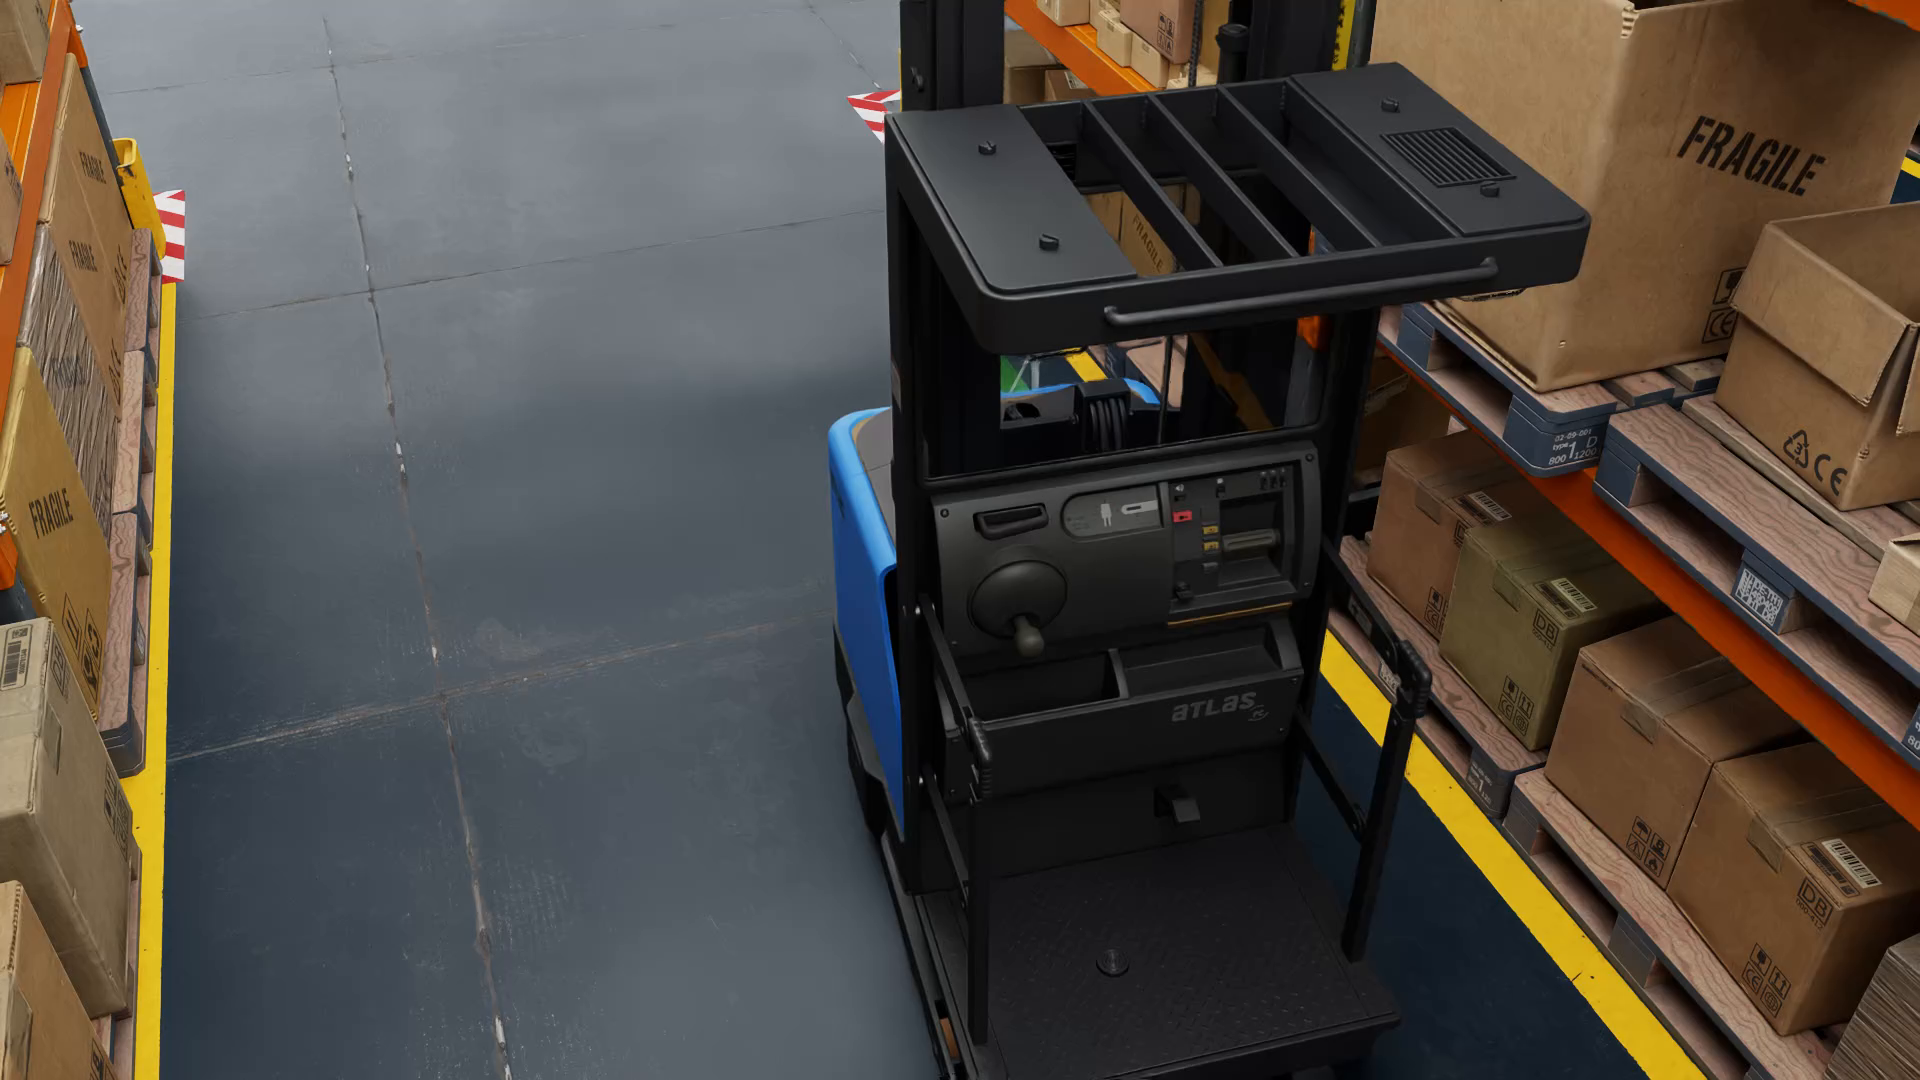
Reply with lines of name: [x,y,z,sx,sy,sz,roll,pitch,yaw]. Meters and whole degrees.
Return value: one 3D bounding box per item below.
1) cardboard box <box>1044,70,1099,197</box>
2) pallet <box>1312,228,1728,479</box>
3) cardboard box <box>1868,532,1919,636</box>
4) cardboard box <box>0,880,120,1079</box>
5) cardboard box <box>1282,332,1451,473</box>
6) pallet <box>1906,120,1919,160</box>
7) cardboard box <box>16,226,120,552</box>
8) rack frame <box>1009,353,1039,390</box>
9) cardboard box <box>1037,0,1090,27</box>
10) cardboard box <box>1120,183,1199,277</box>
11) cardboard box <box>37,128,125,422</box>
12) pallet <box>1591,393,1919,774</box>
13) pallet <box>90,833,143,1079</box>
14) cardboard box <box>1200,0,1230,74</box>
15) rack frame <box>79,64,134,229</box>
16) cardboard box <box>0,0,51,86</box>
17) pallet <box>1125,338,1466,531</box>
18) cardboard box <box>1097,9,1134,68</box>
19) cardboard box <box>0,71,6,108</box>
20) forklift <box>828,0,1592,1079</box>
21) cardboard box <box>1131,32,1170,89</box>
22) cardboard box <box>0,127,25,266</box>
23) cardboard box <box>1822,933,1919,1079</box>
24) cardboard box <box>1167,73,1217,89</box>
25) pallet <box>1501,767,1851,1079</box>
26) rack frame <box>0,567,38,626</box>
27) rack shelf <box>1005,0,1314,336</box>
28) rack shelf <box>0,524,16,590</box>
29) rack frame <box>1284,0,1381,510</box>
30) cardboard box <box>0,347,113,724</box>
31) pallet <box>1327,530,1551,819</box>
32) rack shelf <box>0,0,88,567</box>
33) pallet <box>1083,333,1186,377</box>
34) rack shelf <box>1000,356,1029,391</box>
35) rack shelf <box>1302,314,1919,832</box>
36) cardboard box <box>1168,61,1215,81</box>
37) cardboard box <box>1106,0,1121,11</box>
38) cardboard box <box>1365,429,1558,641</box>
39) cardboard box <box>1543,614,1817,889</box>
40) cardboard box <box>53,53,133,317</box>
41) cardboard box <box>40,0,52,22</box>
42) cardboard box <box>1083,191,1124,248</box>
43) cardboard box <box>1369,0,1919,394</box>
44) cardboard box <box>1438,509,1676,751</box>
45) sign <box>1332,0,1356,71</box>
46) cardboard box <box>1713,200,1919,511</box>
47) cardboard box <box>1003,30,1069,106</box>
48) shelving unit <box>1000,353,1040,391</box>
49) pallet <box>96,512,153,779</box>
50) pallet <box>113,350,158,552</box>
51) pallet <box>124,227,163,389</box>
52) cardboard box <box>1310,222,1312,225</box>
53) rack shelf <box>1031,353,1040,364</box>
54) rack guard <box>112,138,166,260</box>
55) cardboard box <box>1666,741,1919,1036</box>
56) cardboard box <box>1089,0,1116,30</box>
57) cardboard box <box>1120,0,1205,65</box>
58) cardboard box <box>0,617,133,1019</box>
cardboard box: [0.686,-1.959,8.087,0.500,0.500,0.500,-3,37,-4]
pallet: [1.752,-0.679,4.817,1.003,0.211,1.213,-12,39,-16]
cardboard box: [2.174,0.042,3.463,0.396,0.266,0.258,-14,39,-17]
cardboard box: [-2.440,1.361,3.470,1.050,0.750,0.750,-12,39,-16]
cardboard box: [1.525,-0.621,6.310,0.500,0.500,0.500,-14,39,-17]
pallet: [5.660,-2.207,9.005,1.003,0.211,1.213,-12,39,-16]
cardboard box: [-3.531,-0.445,5.764,0.875,0.875,0.875,-12,39,-16]
rack frame: [0.141,-0.248,5.582,0.240,1.200,0.015,-12,39,-16]
cardboard box: [0.548,-2.299,7.017,0.380,0.149,0.250,-12,39,-16]
cardboard box: [1.033,-1.277,7.181,0.500,0.500,0.500,-16,40,-20]
cardboard box: [-3.843,-0.960,6.448,0.875,0.875,0.875,-13,39,-17]
pallet: [2.282,0.009,3.904,1.003,0.211,1.213,-12,39,-16]
pallet: [-2.730,1.287,4.366,1.003,0.211,1.213,-12,39,-16]
cardboard box: [1.389,-1.933,5.992,0.875,0.500,0.500,-12,39,-16]
rack frame: [-4.443,-2.507,7.085,1.000,3.000,0.127,-12,39,-16]
cardboard box: [-4.063,-2.061,6.368,0.875,0.550,0.550,-12,39,-16]
pallet: [1.361,-0.475,6.706,1.003,0.211,1.213,-12,39,-16]
cardboard box: [0.773,-2.028,6.658,0.380,0.149,0.250,-12,39,-16]
cardboard box: [-3.988,-1.718,5.913,0.875,0.550,0.550,-12,39,-16]
forklift: [0.454,0.095,3.688,1.130,2.935,3.031,-9,38,-12]
cardboard box: [0.892,-1.894,6.480,0.380,0.149,0.250,-12,39,-16]
cardboard box: [-3.491,-1.149,5.157,0.875,0.550,0.550,-12,39,-16]
cardboard box: [2.549,1.180,3.902,0.700,0.500,0.500,-16,40,-20]
cardboard box: [0.978,-1.592,6.080,0.380,0.149,0.250,-12,39,-16]
pallet: [2.318,1.026,4.712,1.003,0.211,1.213,-12,39,-16]
rack frame: [-3.067,-0.247,4.085,1.000,3.000,0.127,-12,39,-16]
rack shelf: [0.937,-2.060,7.089,1.077,0.370,4.000,-12,39,-16]
rack shelf: [-2.378,1.170,2.802,1.077,0.370,4.000,-12,39,-16]
rack frame: [1.625,-1.217,5.373,1.000,3.000,0.127,-12,39,-16]
cardboard box: [-3.217,0.064,5.089,0.875,0.875,0.875,-12,39,-15]
pallet: [1.894,0.336,5.628,1.003,0.211,1.213,-12,39,-16]
rack shelf: [-3.755,-1.090,5.802,1.077,0.370,4.000,-12,39,-16]
pallet: [0.937,-1.166,7.622,1.003,0.211,1.213,-12,39,-16]
rack shelf: [0.057,-0.526,5.659,0.258,0.148,0.480,-12,39,-16]
rack shelf: [2.313,0.200,4.089,1.077,0.370,4.000,-12,39,-16]
cardboard box: [1.016,-1.761,6.304,0.380,0.149,0.250,-12,39,-16]
cardboard box: [0.989,-2.485,6.726,0.875,0.500,0.500,-12,39,-16]
cardboard box: [1.816,-0.043,5.526,0.700,0.500,0.500,-15,40,-19]
cardboard box: [2.156,0.546,4.744,0.700,0.500,0.500,-16,40,-20]
cardboard box: [-4.148,-1.457,7.108,0.875,0.875,0.875,-12,39,-16]
cardboard box: [-4.273,-2.367,6.774,0.875,0.550,0.550,-12,39,-16]
cardboard box: [0.883,-1.602,7.612,0.500,0.500,0.500,-9,38,-12]
cardboard box: [1.767,-1.147,4.432,1.000,1.000,1.000,-12,39,-16]
cardboard box: [1.963,0.230,5.163,0.700,0.500,0.500,-13,39,-16]
sign: [1.118,-1.446,4.957,0.100,0.325,0.005,-12,39,-16]
cardboard box: [2.308,-0.466,3.941,0.797,0.503,0.637,-9,38,-11]
cardboard box: [0.448,-2.290,8.526,0.500,0.500,0.500,-6,37,-7]
shelving unit: [0.057,-0.386,5.765,0.258,1.200,0.503,-12,39,-16]
pallet: [-3.255,0.421,5.516,1.003,0.211,1.213,-12,39,-16]
pallet: [-3.678,-0.270,6.433,1.003,0.211,1.213,-12,39,-16]
pallet: [-4.095,-0.958,7.346,1.003,0.211,1.213,-12,39,-16]
cardboard box: [1.275,-1.177,5.529,0.380,0.149,0.250,-12,39,-16]
rack shelf: [0.057,-0.718,5.515,0.258,0.148,0.480,-12,39,-16]
rack guard: [-4.451,-1.522,7.855,1.175,0.500,0.348,-12,39,-16]
cardboard box: [2.348,0.861,4.325,0.700,0.500,0.500,-9,38,-12]
cardboard box: [0.759,-2.185,6.866,0.380,0.149,0.250,-12,39,-16]
cardboard box: [1.123,-2.194,6.340,0.875,0.500,0.500,-12,39,-16]
cardboard box: [-2.769,0.816,4.195,1.050,0.750,0.750,-13,39,-16]
